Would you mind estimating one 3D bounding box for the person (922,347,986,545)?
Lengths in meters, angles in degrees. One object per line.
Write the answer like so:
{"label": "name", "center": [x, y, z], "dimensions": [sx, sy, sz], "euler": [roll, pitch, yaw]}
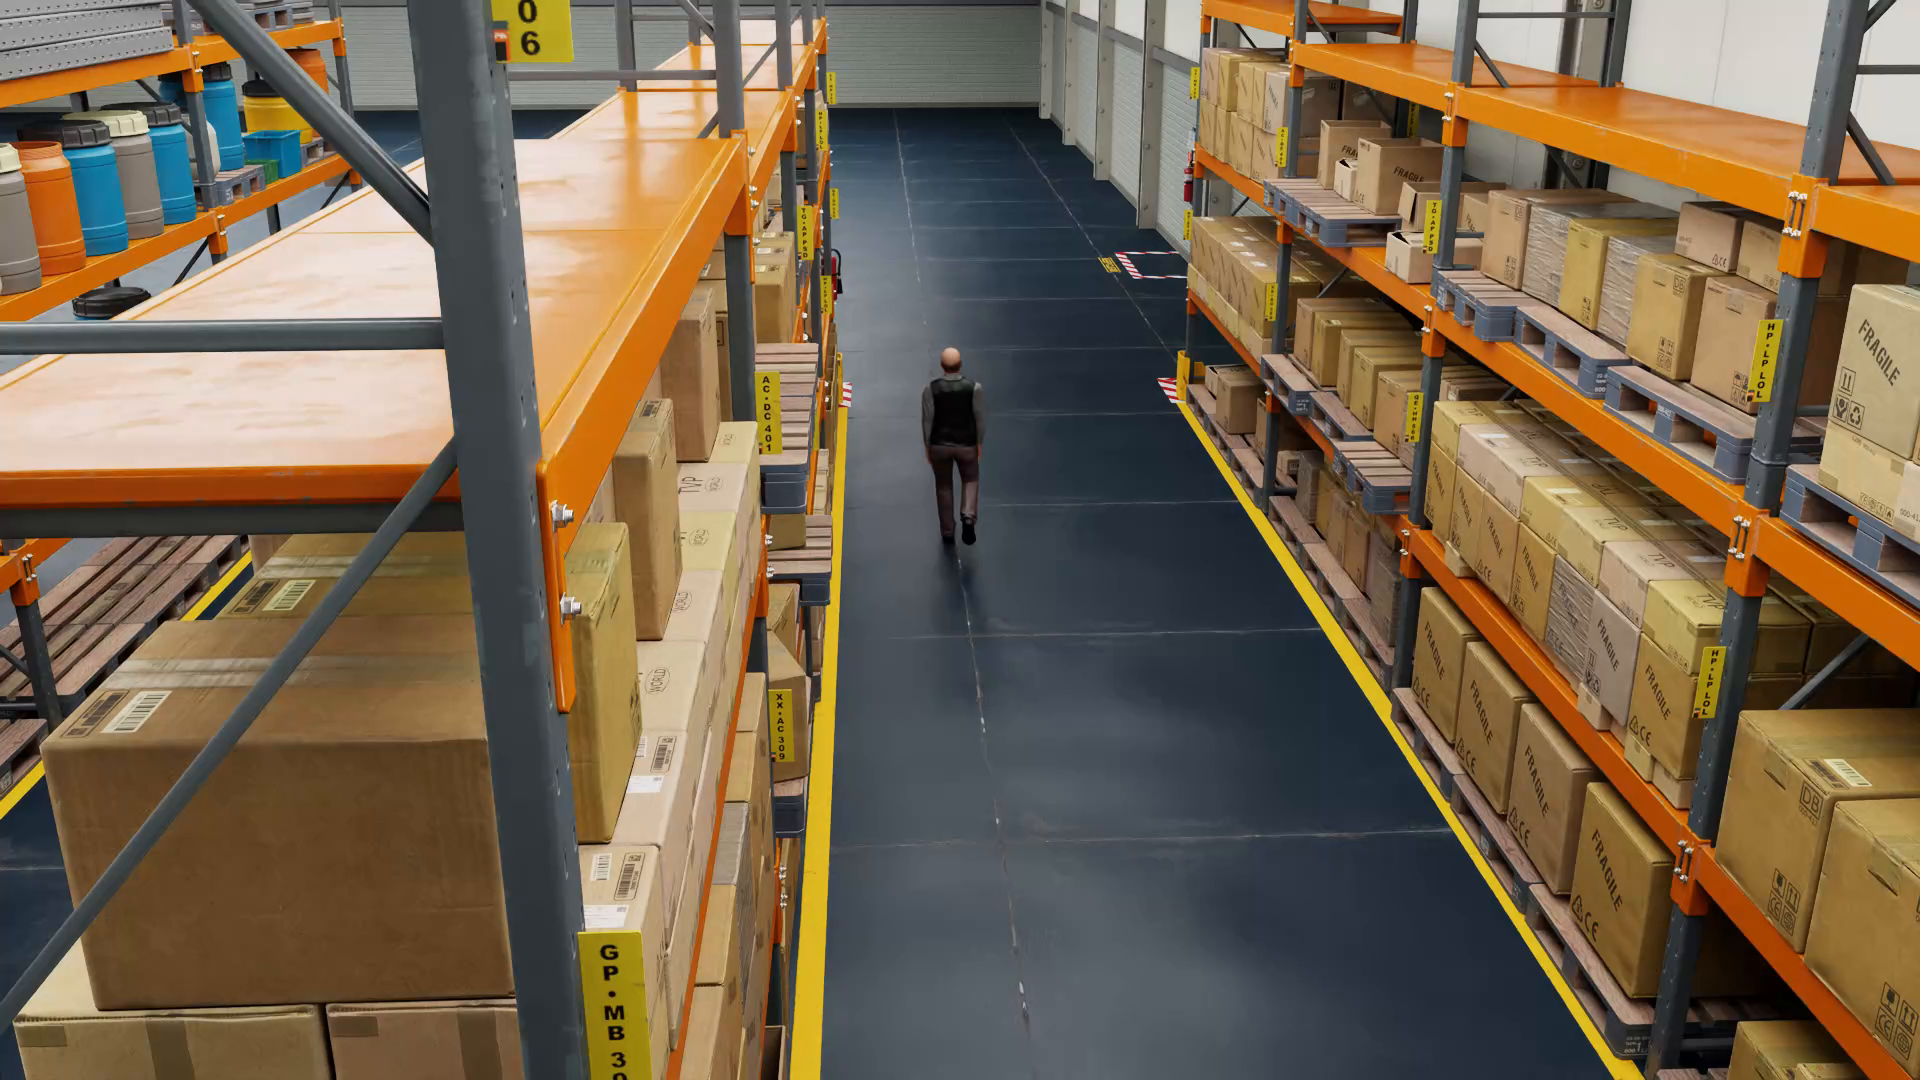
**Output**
{"label": "person", "center": [-0.053, -0.787, 14.045], "dimensions": [0.536, 1.710, 0.556], "euler": [-1, 20, -1]}
